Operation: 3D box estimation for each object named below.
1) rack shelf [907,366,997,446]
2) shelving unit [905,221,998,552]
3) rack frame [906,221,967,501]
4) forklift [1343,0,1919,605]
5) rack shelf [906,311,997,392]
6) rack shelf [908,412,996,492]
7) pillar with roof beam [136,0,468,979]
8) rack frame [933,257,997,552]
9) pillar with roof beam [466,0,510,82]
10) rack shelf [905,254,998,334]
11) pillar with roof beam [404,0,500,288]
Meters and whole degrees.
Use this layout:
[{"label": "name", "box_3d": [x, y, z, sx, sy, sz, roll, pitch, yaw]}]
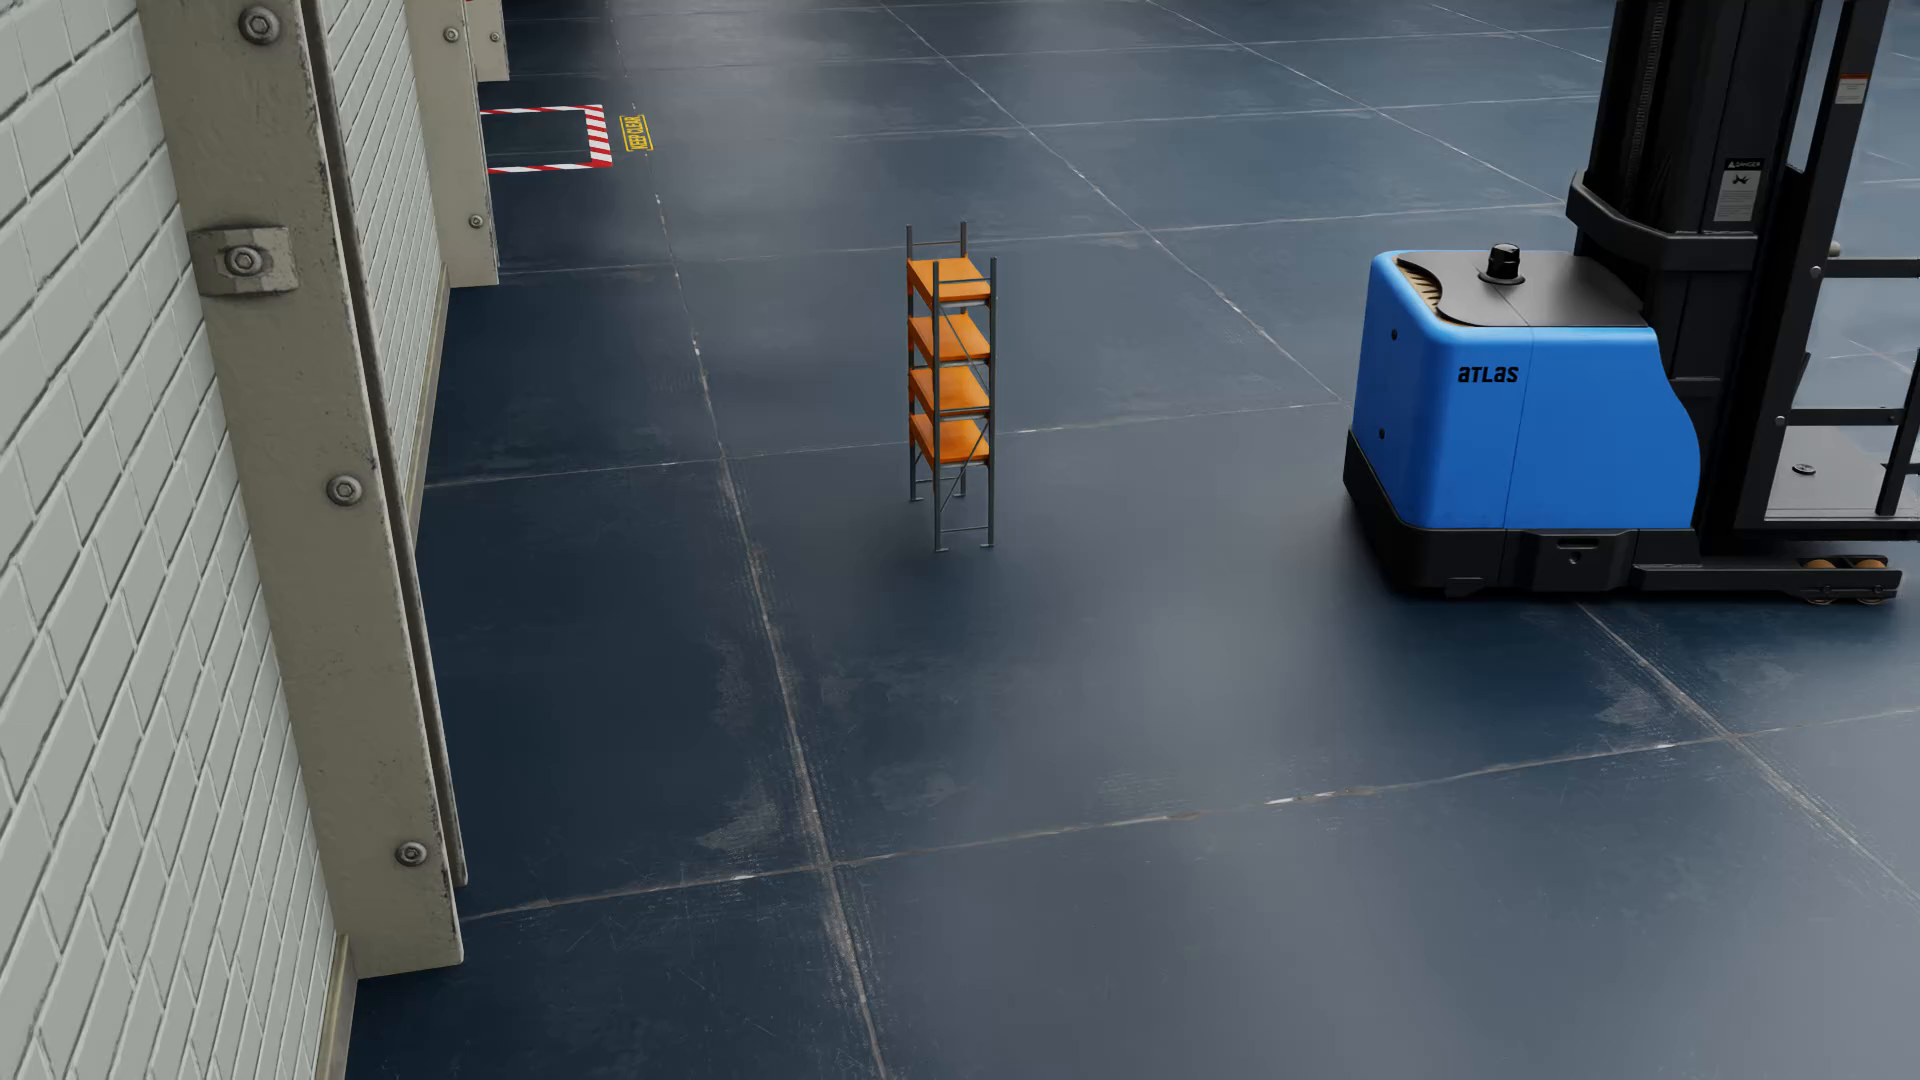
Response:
[{"label": "rack shelf", "box_3d": [-0.037, -0.548, 6.654, 0.258, 0.148, 0.480, -6, 27, -12]}, {"label": "shelving unit", "box_3d": [-0.037, -0.608, 6.624, 0.258, 1.200, 0.503, -6, 27, -12]}, {"label": "rack frame", "box_3d": [-0.092, -0.715, 6.836, 0.240, 1.200, 0.015, -6, 27, -12]}, {"label": "forklift", "box_3d": [3.147, -1.304, 6.082, 3.031, 2.935, 1.130, 0, 27, 0]}, {"label": "rack shelf", "box_3d": [-0.037, -0.748, 6.553, 0.258, 0.148, 0.480, -6, 27, -12]}, {"label": "rack shelf", "box_3d": [-0.037, -0.371, 6.743, 0.258, 0.148, 0.480, -6, 27, -12]}, {"label": "pillar with roof beam", "box_3d": [2.658, -3.383, 3.466, 9.100, 9.000, 0.400, -6, 27, -12]}, {"label": "rack frame", "box_3d": [0.018, -0.501, 6.411, 0.240, 1.200, 0.015, -6, 27, -12]}, {"label": "pillar with roof beam", "box_3d": [-0.047, -8.651, 13.903, 9.100, 9.000, 0.400, -6, 27, -12]}, {"label": "rack shelf", "box_3d": [-0.037, -0.959, 6.447, 0.258, 0.148, 0.480, -6, 27, -12]}, {"label": "pillar with roof beam", "box_3d": [1.305, -6.017, 8.685, 9.100, 9.000, 0.400, -6, 27, -12]}]
